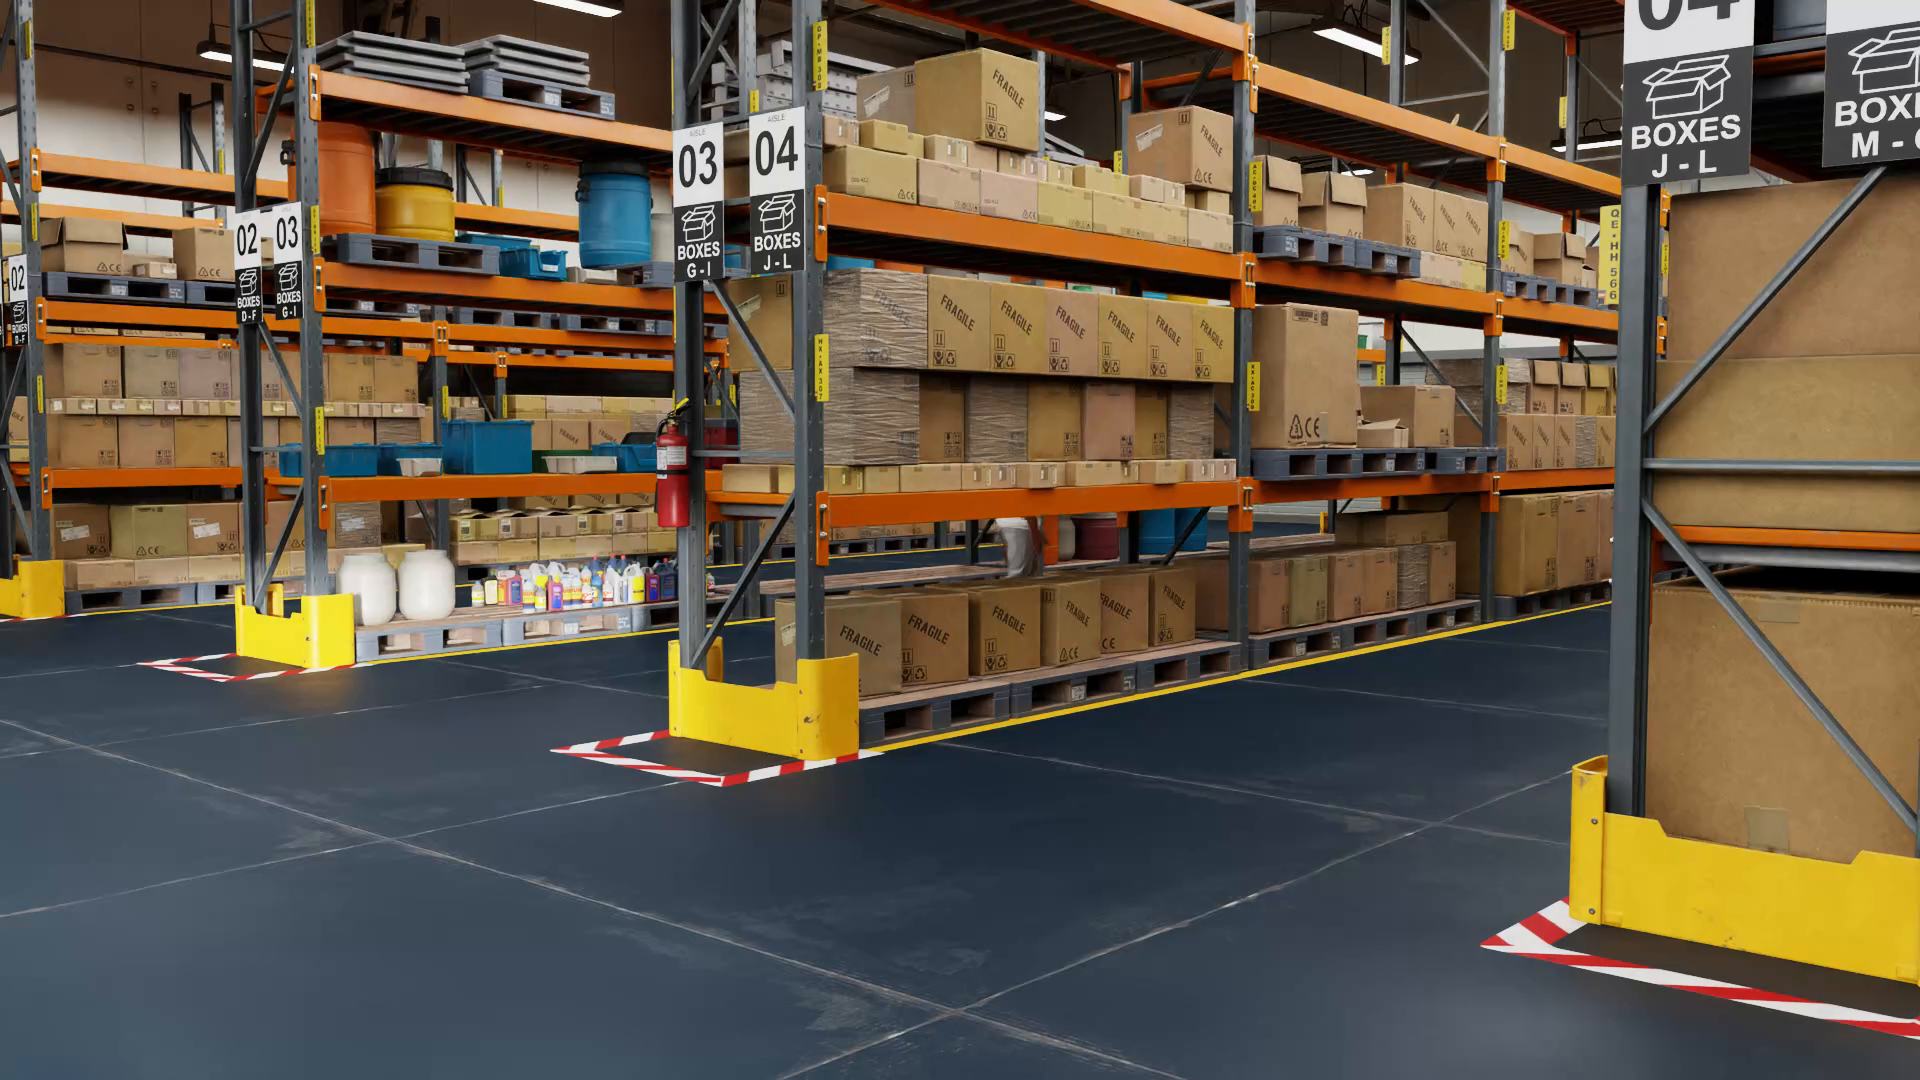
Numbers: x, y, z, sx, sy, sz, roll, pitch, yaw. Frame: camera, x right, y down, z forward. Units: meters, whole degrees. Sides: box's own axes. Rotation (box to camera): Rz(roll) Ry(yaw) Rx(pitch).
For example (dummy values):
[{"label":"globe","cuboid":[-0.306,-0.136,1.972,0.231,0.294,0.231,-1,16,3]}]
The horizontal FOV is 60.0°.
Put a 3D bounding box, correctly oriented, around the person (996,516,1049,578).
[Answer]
[{"label":"person","cuboid":[0.557,-0.080,12.721,0.545,1.766,0.610,-1,4,-10]}]
